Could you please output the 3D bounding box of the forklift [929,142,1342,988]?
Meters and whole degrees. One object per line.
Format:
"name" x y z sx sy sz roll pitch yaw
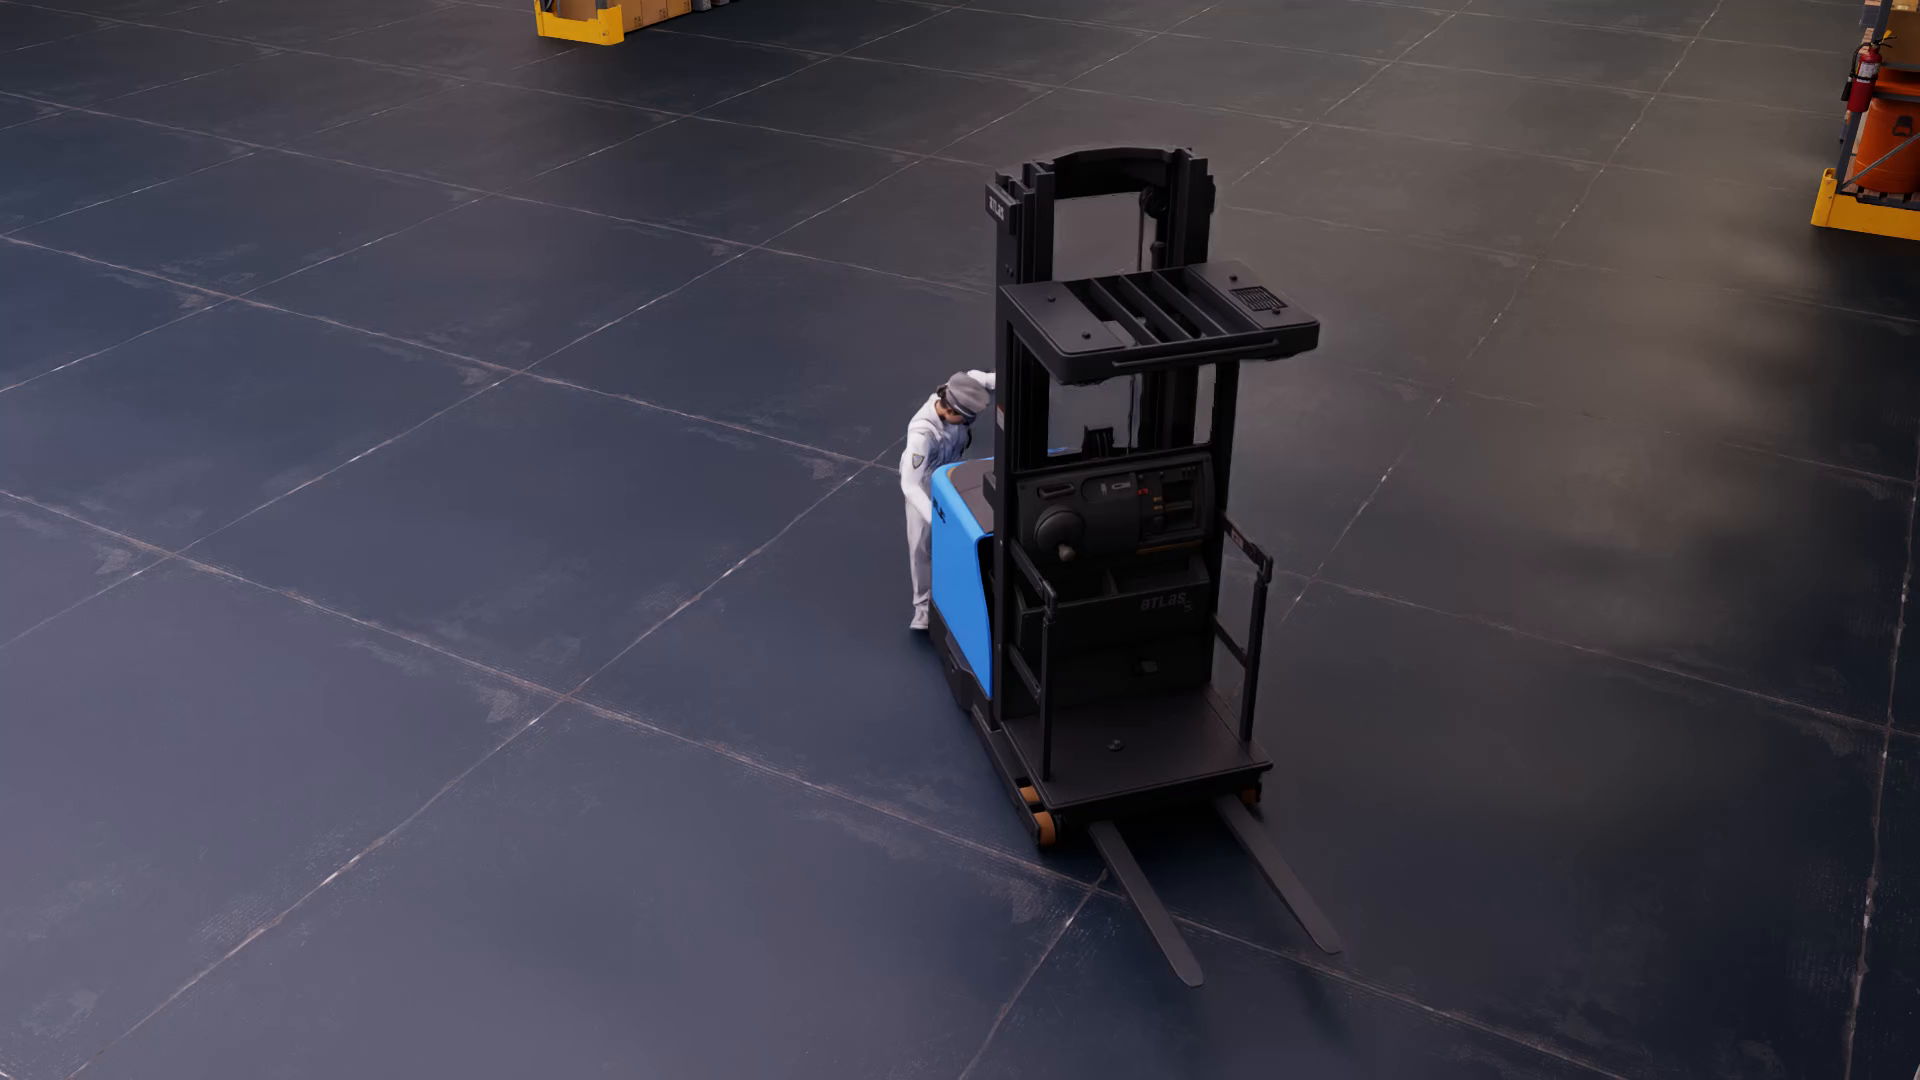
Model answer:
"forklift" 0.766 -0.093 7.232 1.130 2.935 3.031 -9 31 -15

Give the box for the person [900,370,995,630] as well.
"person" -0.012 -0.344 9.227 1.238 1.390 0.710 -26 39 -37
